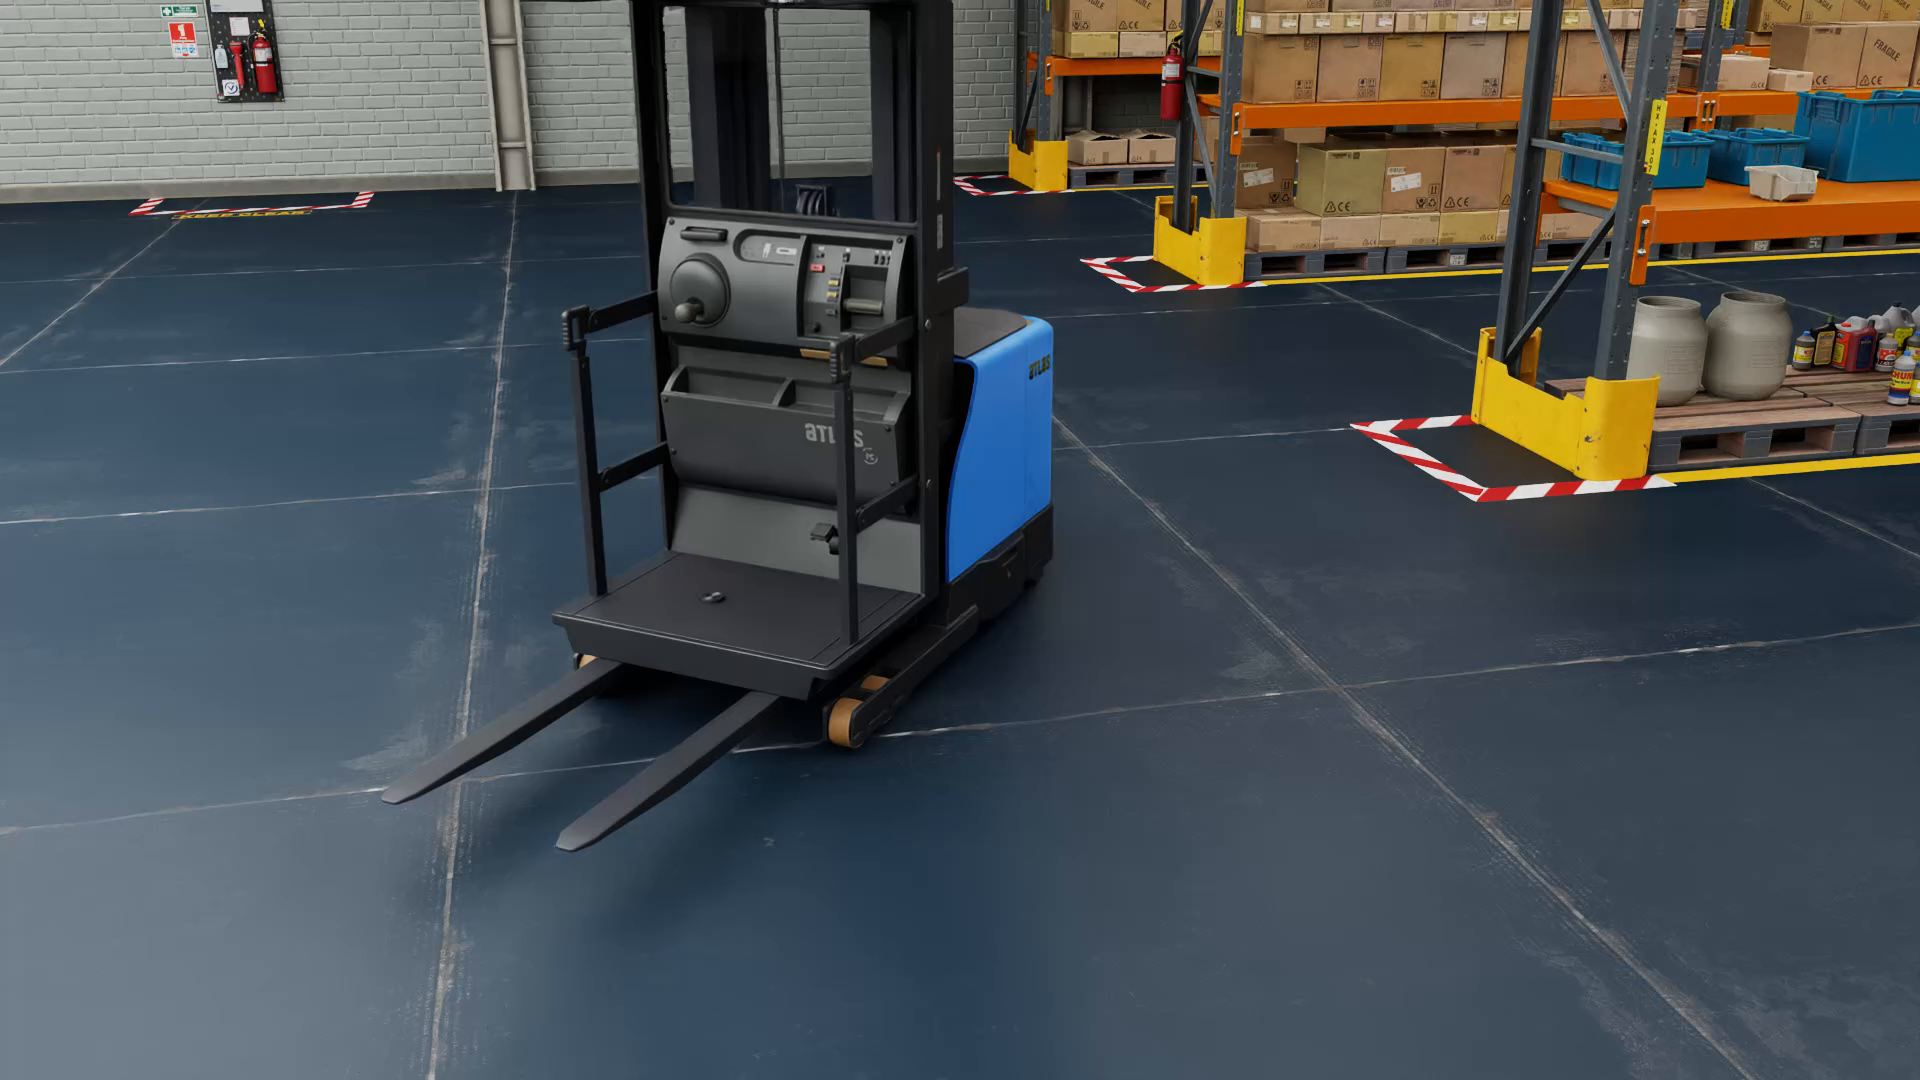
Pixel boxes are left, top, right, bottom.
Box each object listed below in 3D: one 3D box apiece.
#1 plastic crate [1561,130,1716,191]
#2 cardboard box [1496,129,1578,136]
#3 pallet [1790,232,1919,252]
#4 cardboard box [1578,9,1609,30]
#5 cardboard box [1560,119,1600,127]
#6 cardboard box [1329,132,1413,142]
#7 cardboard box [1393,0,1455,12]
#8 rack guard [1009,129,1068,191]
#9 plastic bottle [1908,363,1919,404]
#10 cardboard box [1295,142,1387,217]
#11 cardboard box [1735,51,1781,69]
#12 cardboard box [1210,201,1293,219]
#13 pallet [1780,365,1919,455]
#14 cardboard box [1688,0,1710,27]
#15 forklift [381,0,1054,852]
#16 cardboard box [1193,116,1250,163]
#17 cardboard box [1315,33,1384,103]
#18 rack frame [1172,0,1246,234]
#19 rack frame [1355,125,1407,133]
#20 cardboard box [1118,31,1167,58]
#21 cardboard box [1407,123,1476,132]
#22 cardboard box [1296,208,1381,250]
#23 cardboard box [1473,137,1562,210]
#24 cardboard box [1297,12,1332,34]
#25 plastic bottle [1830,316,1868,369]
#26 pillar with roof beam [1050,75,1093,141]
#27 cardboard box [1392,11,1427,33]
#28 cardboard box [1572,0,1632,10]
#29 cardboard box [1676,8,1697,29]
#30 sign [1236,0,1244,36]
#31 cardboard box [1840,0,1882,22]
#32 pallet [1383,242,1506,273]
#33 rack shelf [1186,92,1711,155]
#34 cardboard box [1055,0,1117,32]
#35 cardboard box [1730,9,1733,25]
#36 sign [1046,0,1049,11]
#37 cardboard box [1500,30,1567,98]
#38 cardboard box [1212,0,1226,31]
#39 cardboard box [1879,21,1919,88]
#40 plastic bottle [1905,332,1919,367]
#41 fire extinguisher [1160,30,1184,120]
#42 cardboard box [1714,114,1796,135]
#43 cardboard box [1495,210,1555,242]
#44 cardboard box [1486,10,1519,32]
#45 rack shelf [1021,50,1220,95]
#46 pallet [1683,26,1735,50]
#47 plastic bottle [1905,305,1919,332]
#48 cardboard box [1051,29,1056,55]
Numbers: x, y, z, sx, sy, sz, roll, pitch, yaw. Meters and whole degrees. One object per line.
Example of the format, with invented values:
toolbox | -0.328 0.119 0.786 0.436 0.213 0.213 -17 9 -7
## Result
plastic crate | 3.443 -1.947 8.484 0.616 0.251 0.499 -5 21 -12
cardboard box | 4.773 -3.136 13.810 0.500 0.500 0.500 -5 21 -12
pallet | 7.679 -2.711 14.409 1.213 0.211 1.003 -5 21 -12
cardboard box | 4.815 -4.048 12.917 0.250 0.149 0.380 -5 21 -13
cardboard box | 6.837 -4.734 18.871 0.500 0.500 0.700 -5 21 -13
cardboard box | 3.312 -3.019 13.493 0.500 0.500 0.500 -5 21 -12
cardboard box | 3.398 -4.312 12.692 0.500 0.500 0.700 -5 21 -12
rack guard | 0.819 -4.025 17.576 0.348 0.500 1.175 -5 21 -12
plastic bottle | 4.962 -0.817 8.612 0.097 0.201 0.097 0 20 0
cardboard box | 2.948 -2.801 12.898 0.500 0.500 0.500 -5 21 -12
cardboard box | 6.595 -3.920 13.849 0.258 0.266 0.396 -5 21 -14
cardboard box | 2.342 -2.582 13.390 0.500 0.250 0.500 -5 21 -12
pallet | 5.065 -0.747 9.047 1.213 0.211 1.003 -5 21 -12
cardboard box | 8.075 -6.039 18.655 0.500 0.500 0.700 -7 21 -19
forklift | -0.693 -0.862 5.407 1.130 2.935 3.031 9 22 23
cardboard box | 2.719 -4.337 17.787 0.500 0.500 0.700 -6 21 -16
cardboard box | 2.856 -3.658 12.794 0.500 0.500 0.700 -4 21 -11
rack frame | 1.889 -3.535 12.604 0.127 3.000 1.000 -5 21 -12
rack frame | 4.638 -5.509 17.994 0.127 3.000 1.000 -5 21 -12
cardboard box | 1.795 -5.110 17.092 0.500 0.250 0.500 -5 21 -14
cardboard box | 5.350 -4.606 18.522 0.500 0.500 0.700 -4 20 -11
cardboard box | 2.947 -2.450 13.028 0.500 0.250 0.500 -5 21 -12
cardboard box | 4.405 -2.923 13.231 0.500 0.500 0.500 -5 21 -12
cardboard box | 2.576 -3.867 12.423 0.250 0.149 0.380 -5 21 -14
plastic bottle | 4.963 -1.107 9.296 0.135 0.276 0.152 -4 21 -12
pillar with roof beam | 2.218 -6.914 13.106 0.400 9.000 9.100 -5 21 -12
cardboard box | 3.324 -3.928 12.588 0.250 0.149 0.380 -5 21 -14
cardboard box | 4.859 -4.430 13.016 0.500 0.500 0.700 -5 21 -13
cardboard box | 5.566 -4.110 13.085 0.250 0.149 0.380 -5 21 -13
sign | 2.010 -3.792 11.933 0.005 0.325 0.100 -5 21 -12
cardboard box | 10.057 -6.052 18.868 0.500 0.500 0.500 -5 21 -13
pallet | 3.808 -2.396 13.547 1.213 0.211 1.003 -5 21 -12
rack shelf | 3.835 -3.355 13.160 4.000 0.370 1.077 -5 21 -12
cardboard box | 1.279 -5.421 16.851 0.500 0.500 0.500 -5 21 -12
cardboard box | 8.929 -6.148 19.129 0.500 0.500 0.500 -5 21 -12
sign | 0.870 -5.418 16.485 0.005 0.325 0.100 -5 21 -12
cardboard box | 4.350 -3.779 13.125 0.500 0.500 0.700 -4 21 -12
cardboard box | 2.766 -5.541 17.177 0.500 0.500 0.500 -4 20 -11
cardboard box | 8.045 -4.077 13.938 0.500 0.500 0.500 -6 21 -15
plastic bottle | 5.328 -1.061 9.278 0.097 0.201 0.097 0 20 0
fire extinguisher | 1.667 -3.645 13.016 0.183 0.674 0.296 -5 21 -12
cardboard box | 9.276 -5.028 19.195 0.750 0.750 0.750 -5 21 -13
cardboard box | 4.408 -2.567 13.348 0.500 0.250 0.500 -5 21 -12
cardboard box | 4.072 -3.988 12.752 0.250 0.149 0.380 -4 20 -11
rack shelf | 2.691 -5.013 17.685 4.000 0.370 1.077 -5 21 -12
pallet | 7.861 -5.644 18.640 1.003 0.211 1.213 -5 21 -12
plastic bottle | 5.439 -1.182 9.393 0.185 0.351 0.144 -5 21 -13
cardboard box | 1.155 -5.234 17.430 0.500 0.250 0.500 -4 21 -12
